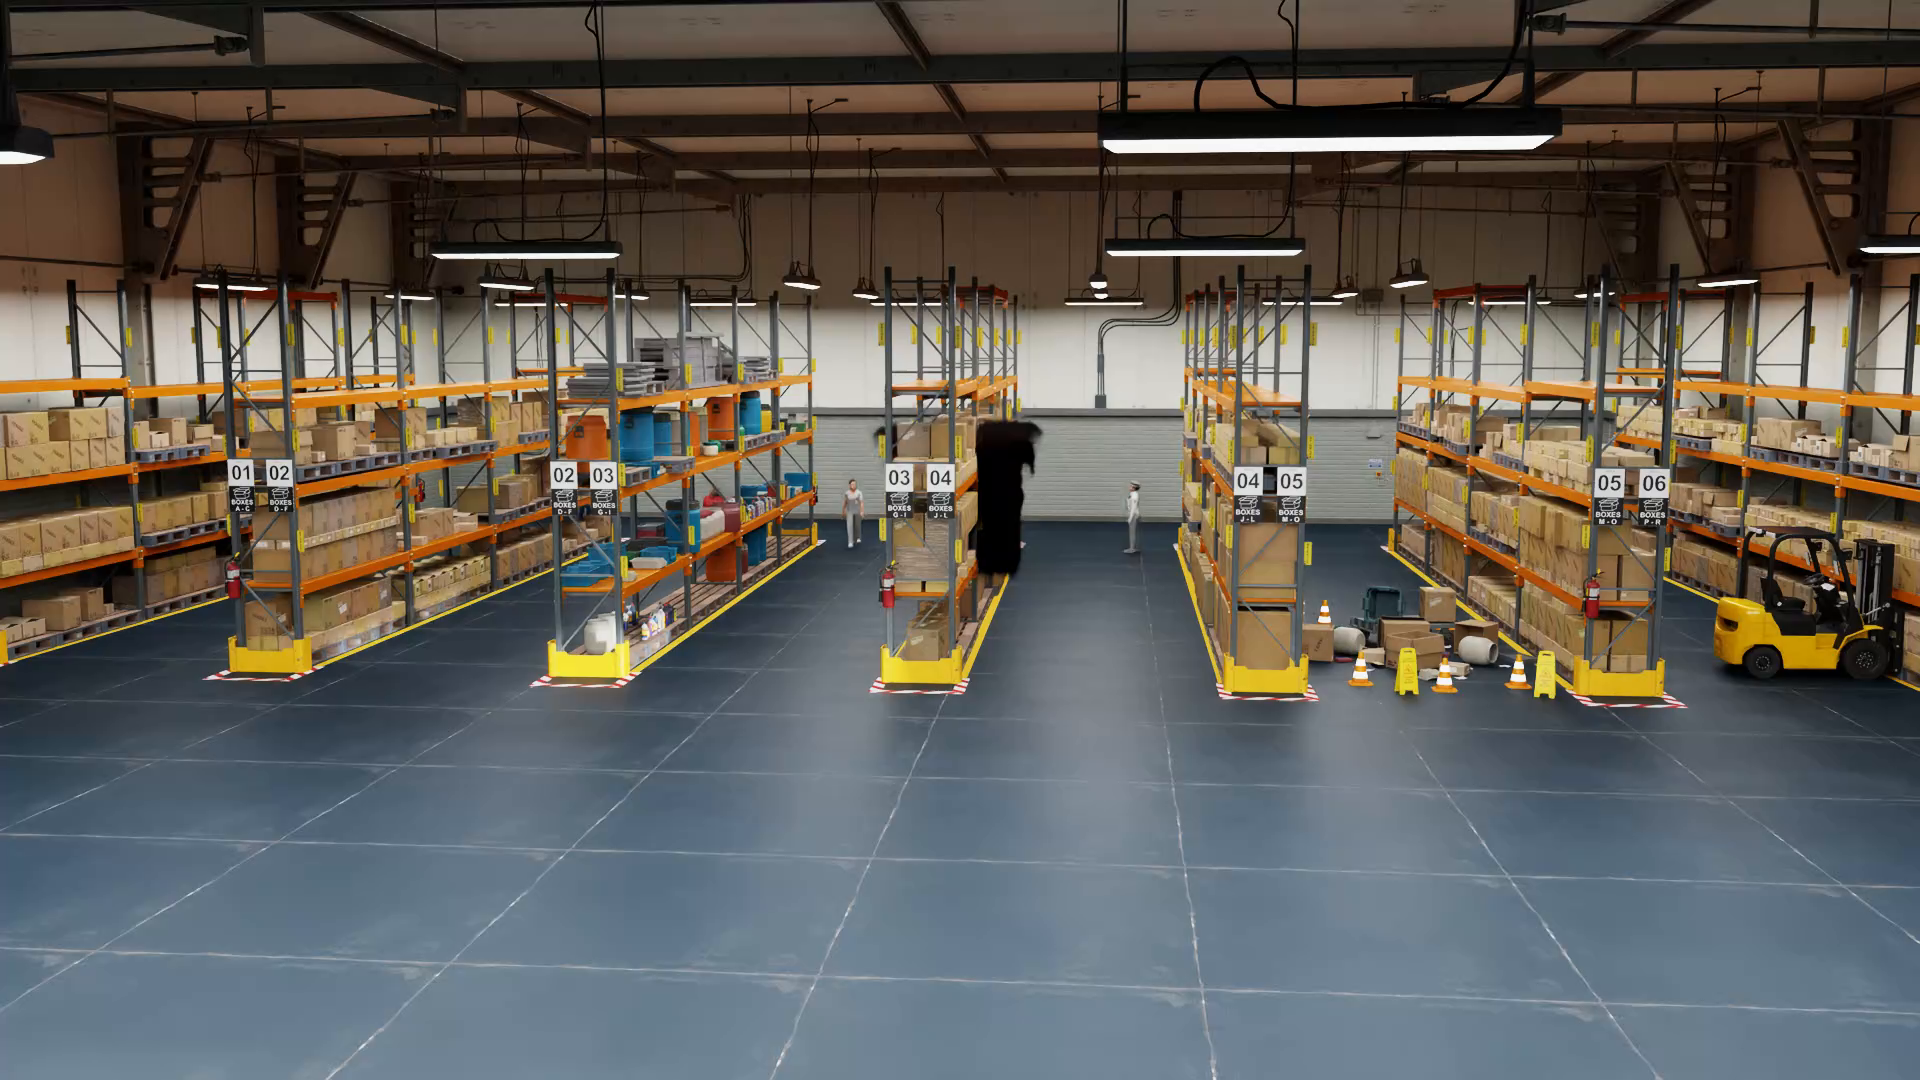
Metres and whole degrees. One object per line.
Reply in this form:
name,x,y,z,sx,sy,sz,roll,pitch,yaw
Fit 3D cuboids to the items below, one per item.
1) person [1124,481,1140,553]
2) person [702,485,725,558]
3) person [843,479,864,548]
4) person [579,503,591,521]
person,4.011,-0.539,38.777,0.369,1.698,0.545,1,7,6
person,-5.587,-0.434,37.861,0.633,1.677,0.998,4,8,29
person,-2.568,-0.653,39.978,0.537,1.621,1.064,0,7,1
person,-9.587,-0.956,42.570,0.432,1.578,0.750,2,7,19
